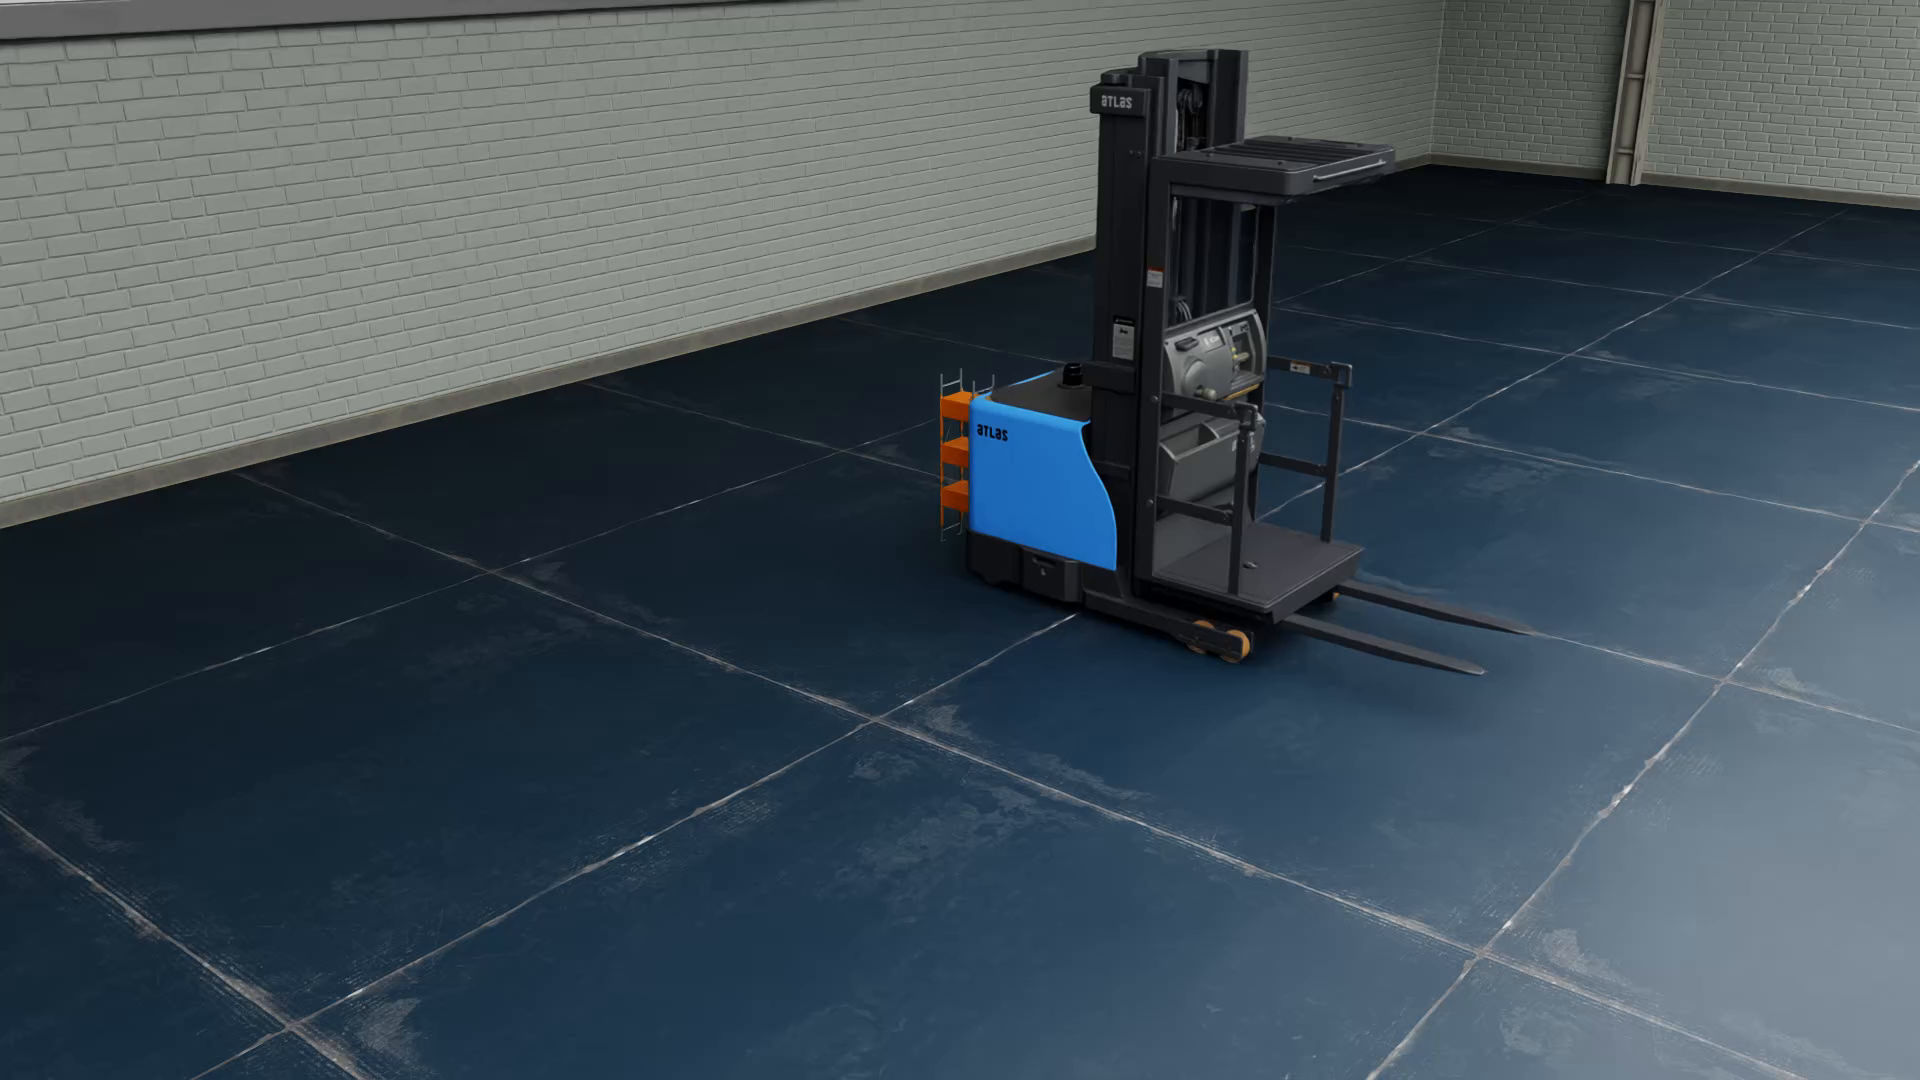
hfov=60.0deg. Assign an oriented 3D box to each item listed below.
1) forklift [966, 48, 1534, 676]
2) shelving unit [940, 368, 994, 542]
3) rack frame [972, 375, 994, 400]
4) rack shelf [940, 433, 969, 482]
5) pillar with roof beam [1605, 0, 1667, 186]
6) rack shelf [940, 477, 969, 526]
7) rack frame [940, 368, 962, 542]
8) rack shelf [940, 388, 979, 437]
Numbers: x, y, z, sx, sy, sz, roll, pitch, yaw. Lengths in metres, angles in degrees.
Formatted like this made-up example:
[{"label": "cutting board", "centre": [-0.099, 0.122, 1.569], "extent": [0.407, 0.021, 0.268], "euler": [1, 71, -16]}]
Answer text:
[{"label": "forklift", "centre": [1.496, -0.955, 8.547], "extent": [3.031, 2.935, 1.130], "euler": [16, 26, 36]}, {"label": "shelving unit", "centre": [0.041, -0.479, 9.951], "extent": [0.252, 1.050, 0.215], "euler": [16, 26, 36]}, {"label": "rack frame", "centre": [0.136, -0.452, 9.879], "extent": [0.008, 1.050, 0.200], "euler": [16, 26, 36]}, {"label": "rack shelf", "centre": [0.041, -0.469, 9.955], "extent": [0.240, 0.259, 0.215], "euler": [16, 26, 36]}, {"label": "pillar with roof beam", "centre": [6.678, -8.091, 18.869], "extent": [0.400, 9.000, 9.100], "euler": [16, 26, 36]}, {"label": "rack shelf", "centre": [0.041, -0.209, 10.053], "extent": [0.240, 0.259, 0.215], "euler": [16, 26, 36]}, {"label": "rack frame", "centre": [-0.053, -0.507, 10.023], "extent": [0.008, 1.050, 0.200], "euler": [16, 26, 36]}, {"label": "rack shelf", "centre": [0.041, -0.735, 9.855], "extent": [0.240, 0.259, 0.215], "euler": [16, 26, 36]}]
